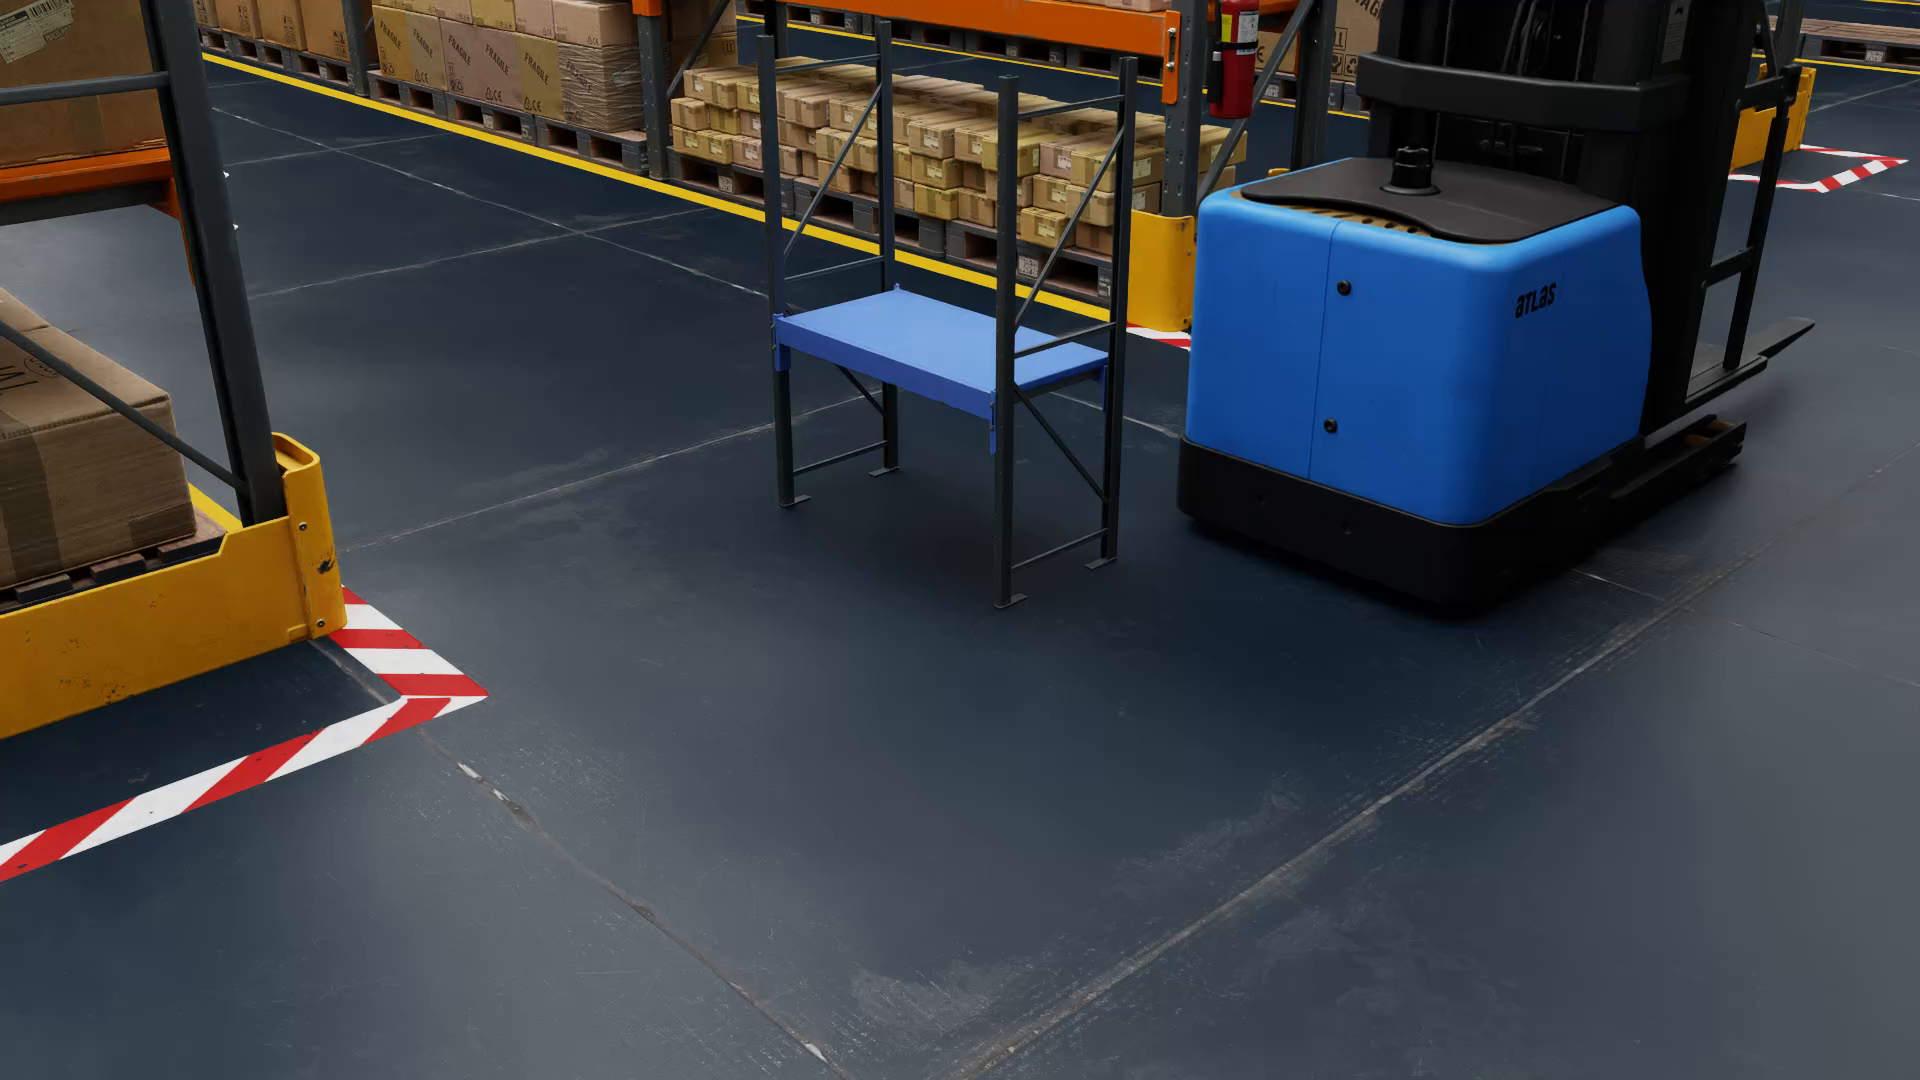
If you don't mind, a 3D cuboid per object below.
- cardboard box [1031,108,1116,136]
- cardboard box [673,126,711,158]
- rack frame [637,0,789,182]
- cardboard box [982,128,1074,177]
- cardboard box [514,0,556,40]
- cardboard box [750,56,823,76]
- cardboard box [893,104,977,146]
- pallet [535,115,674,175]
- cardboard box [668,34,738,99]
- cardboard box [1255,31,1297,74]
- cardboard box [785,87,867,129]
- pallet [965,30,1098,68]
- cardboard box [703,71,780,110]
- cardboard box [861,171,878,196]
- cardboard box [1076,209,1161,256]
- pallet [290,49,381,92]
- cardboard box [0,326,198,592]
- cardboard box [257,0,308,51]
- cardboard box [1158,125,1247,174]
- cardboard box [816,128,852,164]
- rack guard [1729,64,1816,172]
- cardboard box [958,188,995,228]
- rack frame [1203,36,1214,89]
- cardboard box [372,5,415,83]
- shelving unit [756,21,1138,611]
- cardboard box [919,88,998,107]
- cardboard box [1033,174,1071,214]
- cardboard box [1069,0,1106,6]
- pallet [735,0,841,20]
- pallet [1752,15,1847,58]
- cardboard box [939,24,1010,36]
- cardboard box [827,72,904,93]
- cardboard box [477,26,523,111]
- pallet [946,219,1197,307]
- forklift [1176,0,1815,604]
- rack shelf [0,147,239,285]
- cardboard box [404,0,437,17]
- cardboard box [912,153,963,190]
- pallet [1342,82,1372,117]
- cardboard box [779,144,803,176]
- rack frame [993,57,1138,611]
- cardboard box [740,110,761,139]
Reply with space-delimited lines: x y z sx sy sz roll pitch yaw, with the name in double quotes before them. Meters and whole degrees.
"cardboard box" 0.574 -2.084 8.416 0.250 0.149 0.380 22 32 39
"cardboard box" -1.451 -2.355 9.726 0.250 0.149 0.380 22 33 40
"rack frame" -1.465 -3.662 9.663 1.000 3.000 0.127 -21 32 -38
"cardboard box" 0.323 -1.838 7.878 0.380 0.149 0.250 -22 33 -40
"cardboard box" -2.500 -3.371 10.626 0.500 0.250 0.500 -19 31 -36
"cardboard box" -1.032 -2.793 9.970 0.380 0.149 0.250 -20 31 -37
"cardboard box" -0.132 -2.112 8.477 0.250 0.149 0.380 23 33 40
"pallet" -1.998 -2.629 10.758 1.003 0.211 1.213 -21 32 -38
"cardboard box" -1.777 -3.015 10.751 0.500 0.500 0.500 -20 31 -37
"cardboard box" 2.617 -4.040 12.546 0.875 0.875 0.875 -21 32 -38
"cardboard box" -0.718 -2.328 8.951 0.380 0.149 0.250 -20 31 -37
"pallet" 0.804 -4.352 14.535 1.003 0.211 1.213 -21 32 -38
"cardboard box" -1.236 -2.563 9.467 0.380 0.149 0.250 -19 31 -36
"cardboard box" -0.299 -1.915 8.763 0.380 0.149 0.250 -20 31 -37
"cardboard box" 0.757 -1.445 7.731 0.380 0.149 0.250 -21 32 -38
"pallet" -4.683 -3.866 13.469 1.003 0.211 1.213 -21 32 -38
"cardboard box" -2.799 -0.212 4.682 0.875 0.438 0.875 22 33 40
"cardboard box" -5.150 -4.515 13.738 1.050 0.750 0.750 -21 32 -38
"cardboard box" 1.159 -1.870 7.947 0.250 0.149 0.380 22 32 39
"cardboard box" -0.540 -2.109 8.829 0.380 0.149 0.250 -22 32 -39
"rack guard" 4.975 -2.682 10.527 1.175 0.500 0.348 -21 32 -38
"cardboard box" 0.211 -1.669 8.224 0.380 0.149 0.250 -21 32 -38
"rack frame" 2.225 -5.039 12.681 1.000 3.000 0.127 -21 32 -38
"cardboard box" -3.902 -3.641 12.123 0.500 0.500 0.500 22 33 40
"shelving unit" -0.058 -0.708 4.995 0.538 1.500 1.048 -21 32 -38
"cardboard box" 0.003 -2.312 8.916 0.380 0.149 0.250 -21 32 -38
"cardboard box" 0.561 -1.653 7.830 0.380 0.149 0.250 -22 33 -40
"cardboard box" 0.697 -2.441 7.288 0.380 0.149 0.250 -21 32 -39
"pallet" -1.872 -5.588 17.246 1.003 0.211 1.213 -21 32 -38
"pallet" 7.209 -4.593 15.065 1.003 0.211 1.213 -21 32 -38
"cardboard box" 0.551 -4.988 14.623 1.225 0.875 0.875 -21 32 -38
"cardboard box" -0.532 -2.553 9.443 0.380 0.149 0.250 -20 31 -37
"cardboard box" -2.853 -3.181 11.114 0.500 0.500 0.500 -22 33 -40
"pallet" 0.688 -1.461 8.198 1.003 0.211 1.213 -21 32 -38
"forklift" 2.094 -1.663 5.365 3.031 2.935 1.130 -22 33 -40
"rack shelf" -3.642 -1.294 5.339 1.077 0.370 4.000 -21 32 -38
"cardboard box" -3.558 -3.838 11.651 0.500 0.250 0.500 -22 32 -39
"cardboard box" -0.020 -1.869 8.303 0.380 0.149 0.250 -21 32 -38
"pallet" 3.525 -3.148 11.895 1.003 0.211 1.213 -21 32 -38
"cardboard box" -0.851 -2.151 9.279 0.380 0.149 0.250 -22 33 -39
"rack frame" 0.289 -0.554 4.658 0.500 1.500 0.032 -21 32 -38
"cardboard box" -1.020 -2.376 9.415 0.380 0.149 0.250 -21 32 -39
